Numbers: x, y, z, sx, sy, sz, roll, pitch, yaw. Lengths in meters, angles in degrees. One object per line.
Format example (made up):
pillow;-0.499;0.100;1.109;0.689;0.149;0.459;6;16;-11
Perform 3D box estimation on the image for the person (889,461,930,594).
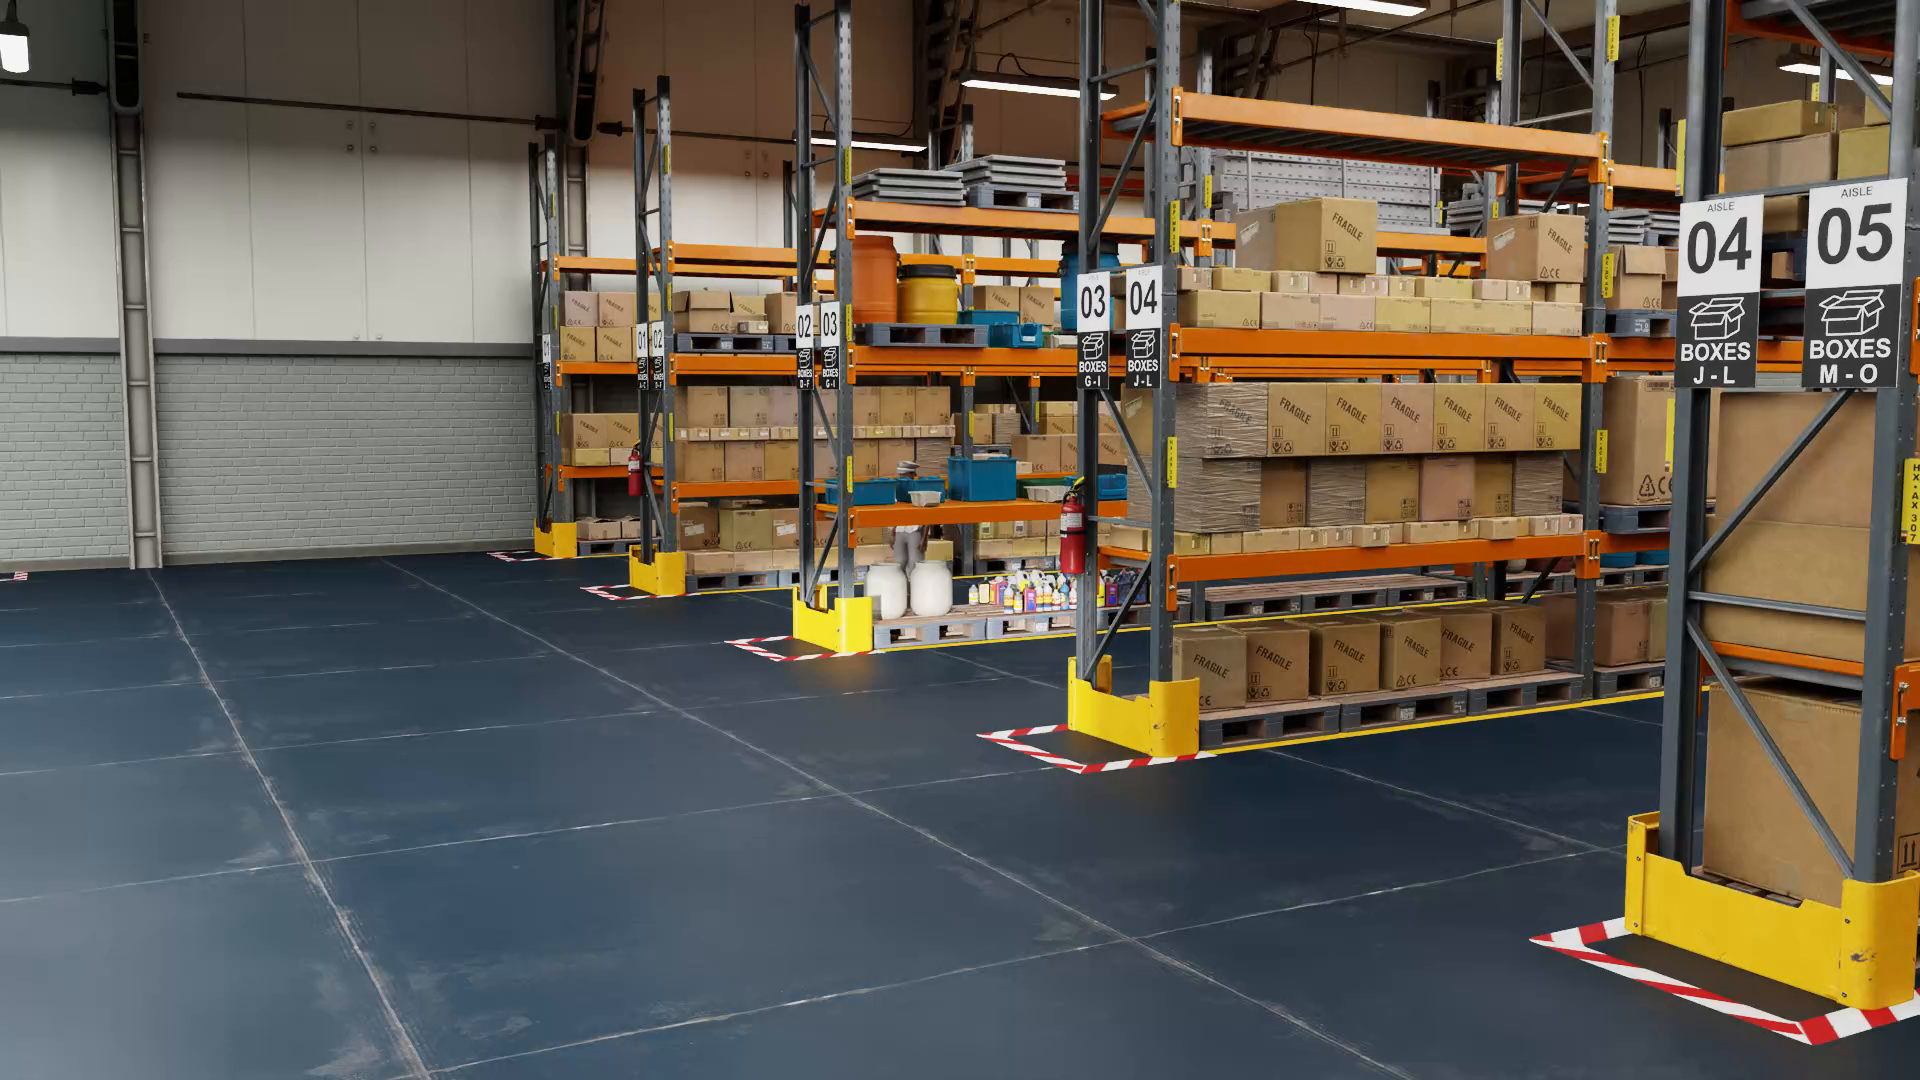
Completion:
person;-0.541;-0.019;17.709;0.526;1.661;0.396;4;7;41
